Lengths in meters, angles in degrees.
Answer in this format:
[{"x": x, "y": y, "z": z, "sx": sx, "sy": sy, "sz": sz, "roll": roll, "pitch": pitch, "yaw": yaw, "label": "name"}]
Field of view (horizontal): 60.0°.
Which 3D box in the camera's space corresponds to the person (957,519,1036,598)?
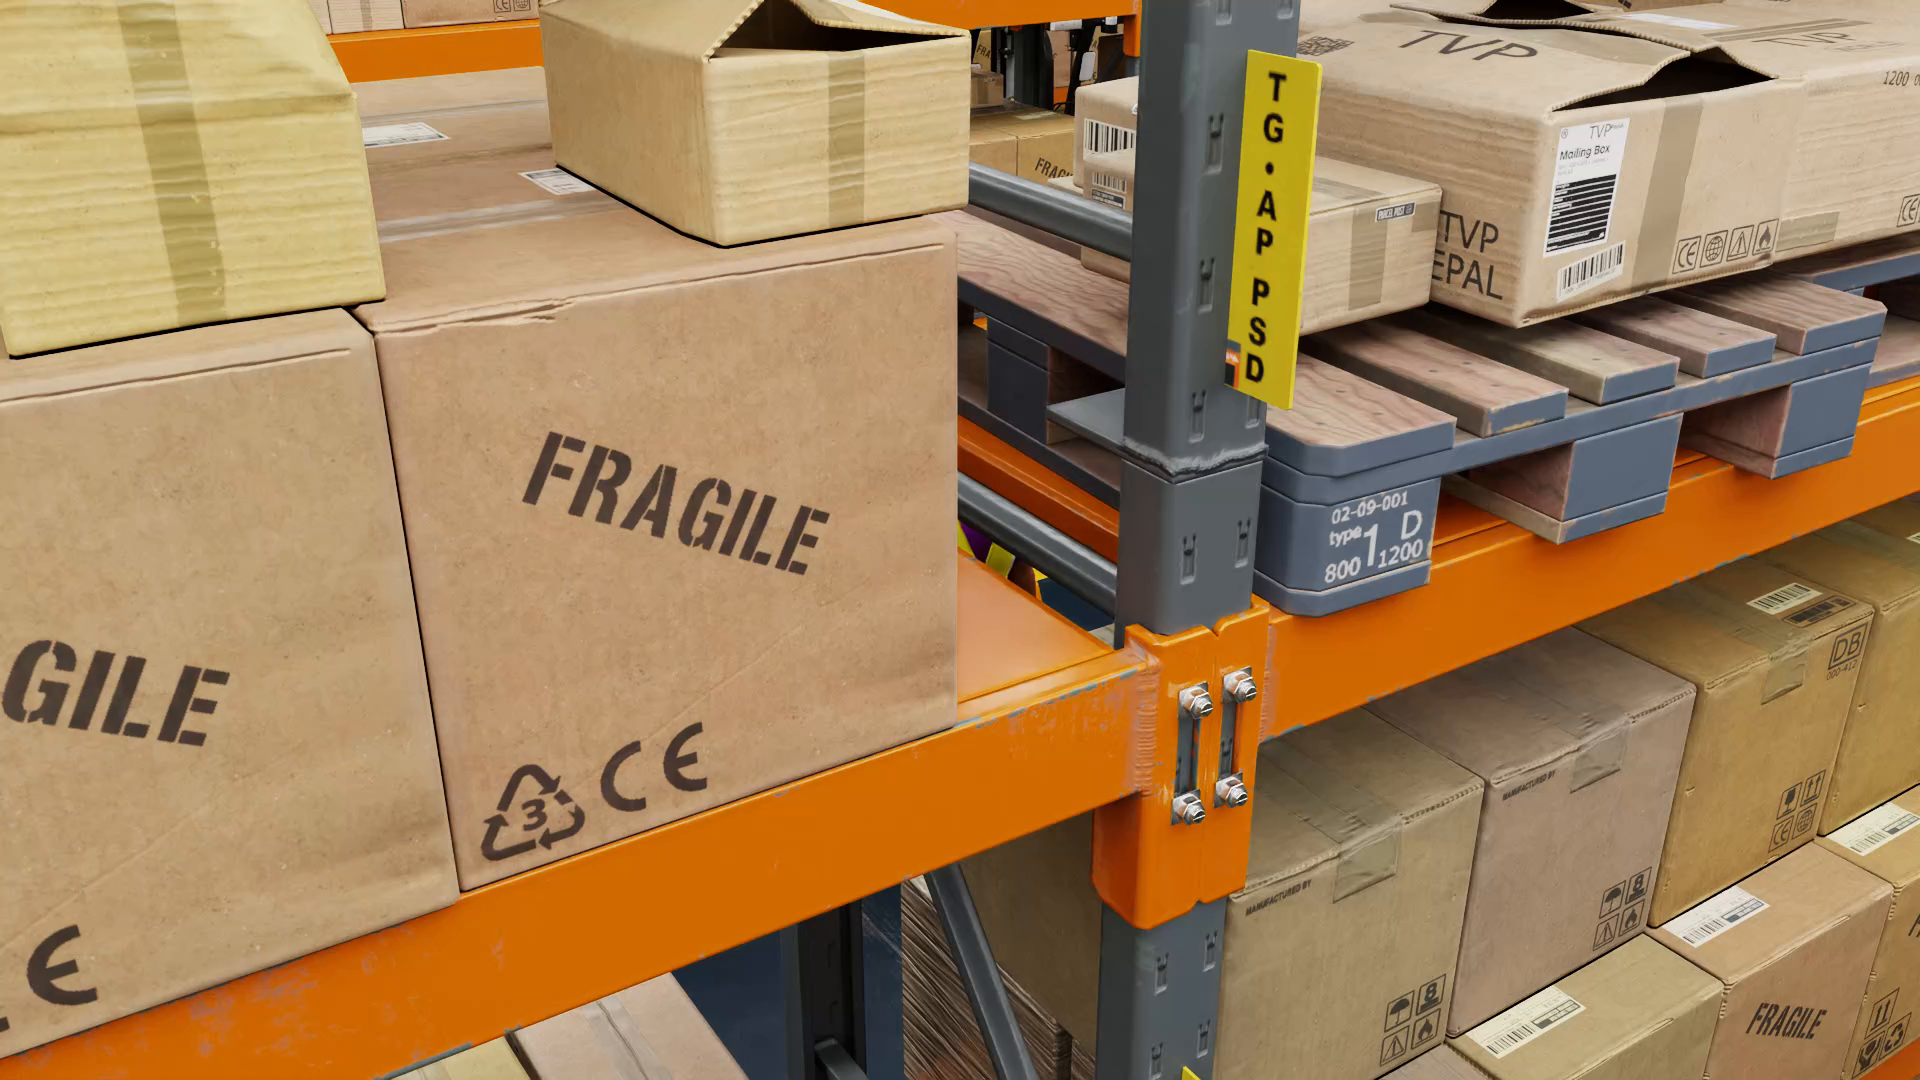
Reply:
[{"x": 0.012, "y": 0.370, "z": 5.792, "sx": 0.628, "sy": 1.761, "sz": 0.454, "roll": -15, "pitch": 29, "yaw": -29, "label": "person"}]
